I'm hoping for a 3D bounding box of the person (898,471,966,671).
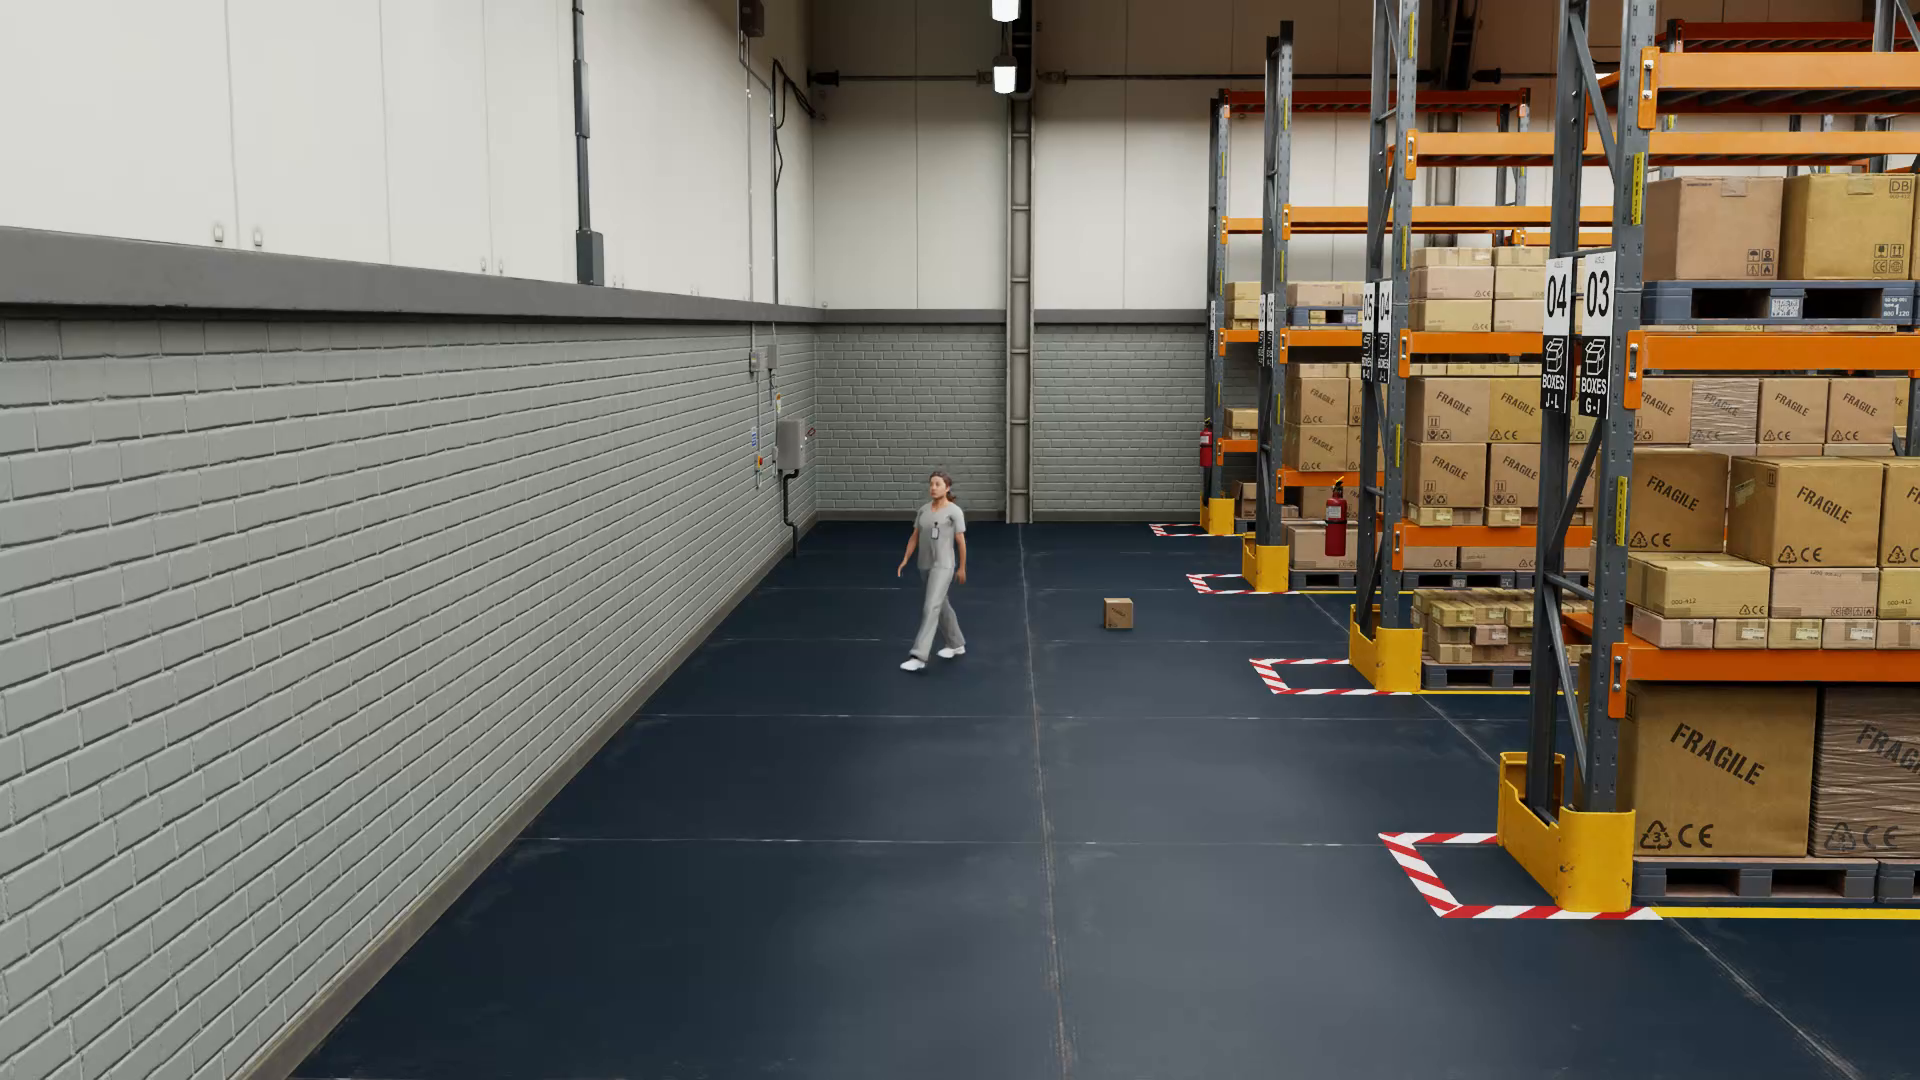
[{"bbox_3d":[-0.261,0.234,13.882,0.444,1.612,0.983,6,9,39],"label":"person"}]
